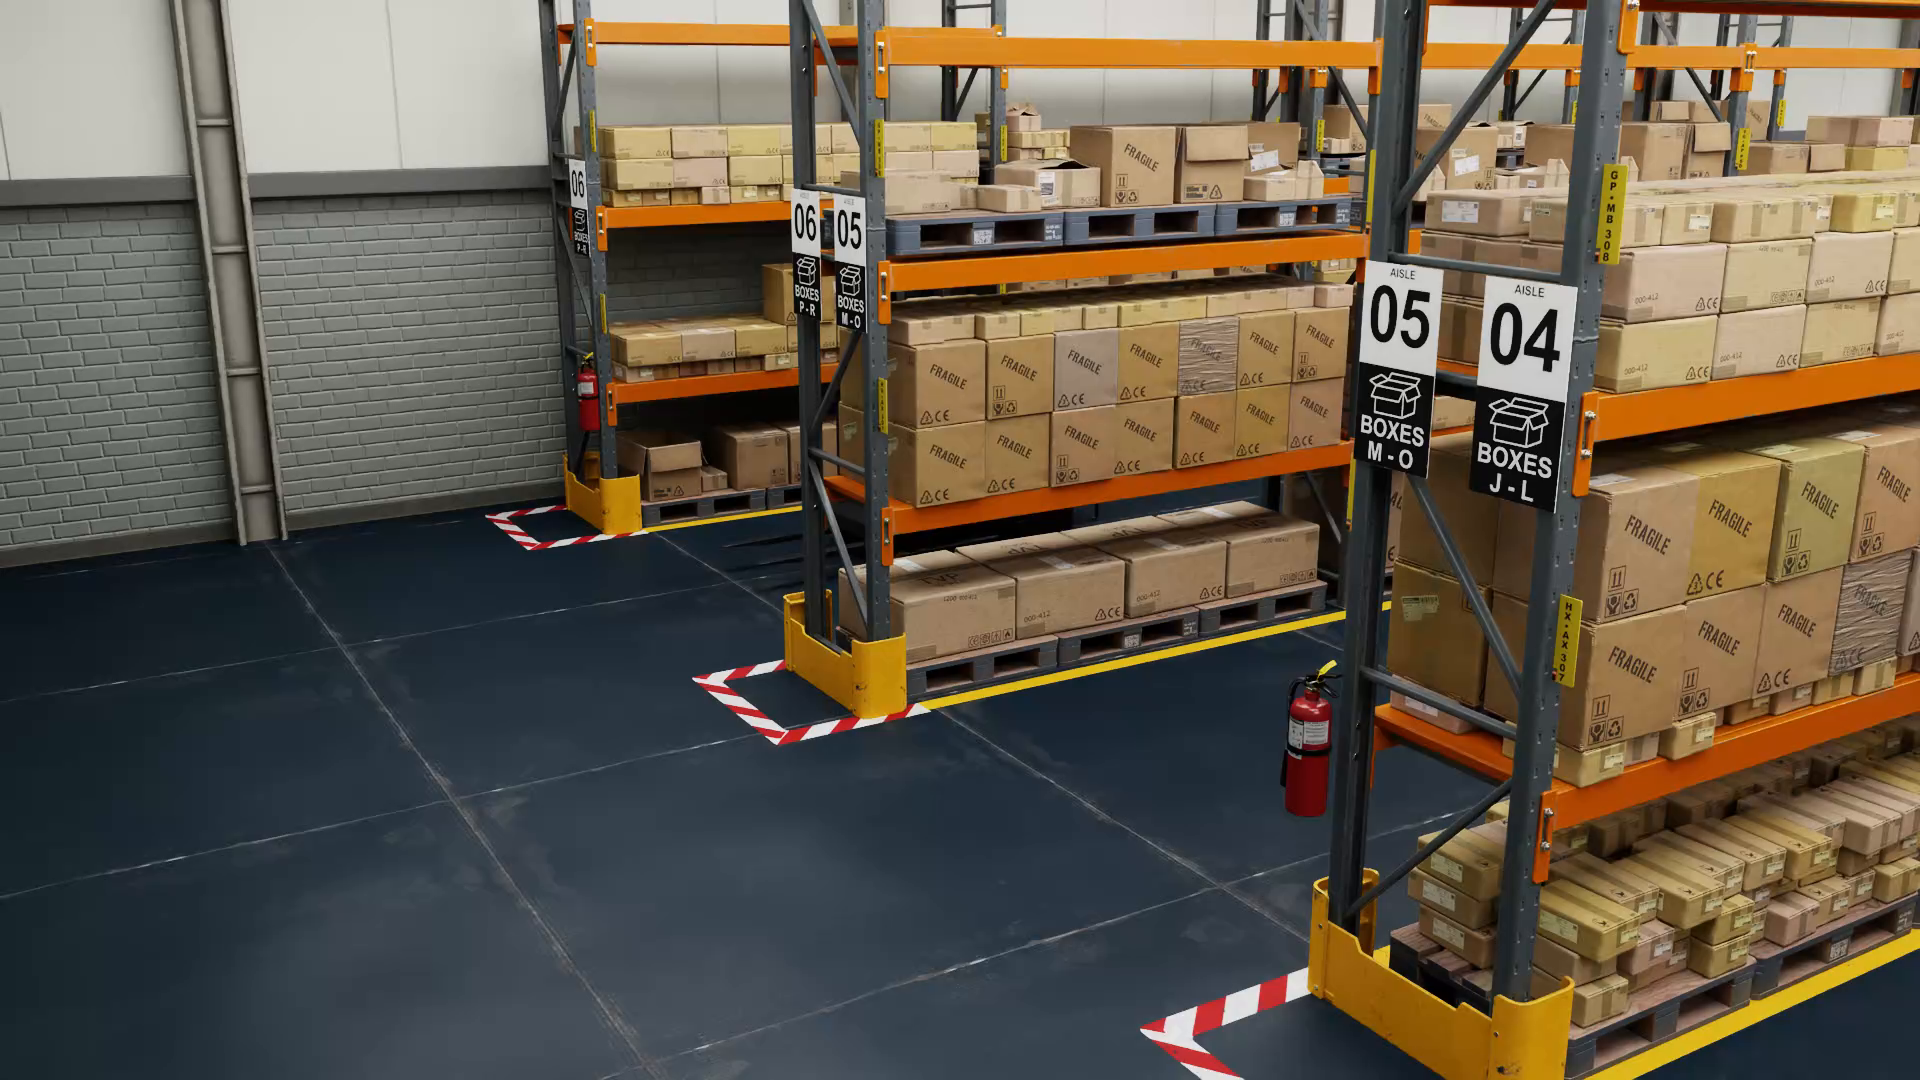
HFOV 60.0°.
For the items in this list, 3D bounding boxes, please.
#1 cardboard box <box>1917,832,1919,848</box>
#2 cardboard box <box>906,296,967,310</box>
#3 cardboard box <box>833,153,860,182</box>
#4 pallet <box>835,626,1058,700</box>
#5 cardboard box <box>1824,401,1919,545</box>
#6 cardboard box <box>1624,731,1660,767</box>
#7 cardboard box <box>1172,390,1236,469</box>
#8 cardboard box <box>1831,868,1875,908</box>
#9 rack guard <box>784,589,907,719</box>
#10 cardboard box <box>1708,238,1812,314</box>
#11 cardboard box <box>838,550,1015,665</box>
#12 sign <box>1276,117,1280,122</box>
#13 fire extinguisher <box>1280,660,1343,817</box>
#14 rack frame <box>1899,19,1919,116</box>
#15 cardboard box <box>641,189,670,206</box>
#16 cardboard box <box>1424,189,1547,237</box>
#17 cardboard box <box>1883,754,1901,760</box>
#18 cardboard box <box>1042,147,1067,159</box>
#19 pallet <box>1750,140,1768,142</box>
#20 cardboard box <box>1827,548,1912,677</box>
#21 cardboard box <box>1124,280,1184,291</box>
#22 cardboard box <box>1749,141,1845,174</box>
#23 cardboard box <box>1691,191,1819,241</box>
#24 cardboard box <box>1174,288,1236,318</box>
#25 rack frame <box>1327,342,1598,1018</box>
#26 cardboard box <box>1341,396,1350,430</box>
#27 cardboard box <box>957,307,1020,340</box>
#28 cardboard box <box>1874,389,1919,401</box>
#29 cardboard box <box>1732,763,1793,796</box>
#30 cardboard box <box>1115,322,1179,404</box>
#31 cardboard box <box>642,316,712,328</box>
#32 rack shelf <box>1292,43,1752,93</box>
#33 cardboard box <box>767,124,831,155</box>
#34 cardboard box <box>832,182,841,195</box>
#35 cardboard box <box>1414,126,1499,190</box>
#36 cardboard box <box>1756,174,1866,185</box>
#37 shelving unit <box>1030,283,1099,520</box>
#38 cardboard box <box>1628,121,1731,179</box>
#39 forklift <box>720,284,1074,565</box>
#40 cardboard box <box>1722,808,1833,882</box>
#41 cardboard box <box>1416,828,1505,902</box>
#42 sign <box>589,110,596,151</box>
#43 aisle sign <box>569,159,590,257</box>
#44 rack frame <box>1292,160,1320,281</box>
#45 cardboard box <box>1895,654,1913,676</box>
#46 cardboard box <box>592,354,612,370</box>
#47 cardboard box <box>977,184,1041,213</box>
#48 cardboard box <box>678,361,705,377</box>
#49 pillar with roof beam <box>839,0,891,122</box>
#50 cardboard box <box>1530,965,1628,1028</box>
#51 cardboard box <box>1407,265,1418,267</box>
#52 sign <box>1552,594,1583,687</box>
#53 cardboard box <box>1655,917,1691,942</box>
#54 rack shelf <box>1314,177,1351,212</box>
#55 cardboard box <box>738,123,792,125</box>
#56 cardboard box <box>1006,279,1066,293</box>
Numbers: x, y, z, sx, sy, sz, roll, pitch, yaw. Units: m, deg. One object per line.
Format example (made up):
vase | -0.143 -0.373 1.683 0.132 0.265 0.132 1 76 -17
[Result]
cardboard box | 4.504 1.335 8.041 0.250 0.149 0.380 -9 18 -29
cardboard box | -0.156 -1.513 11.009 0.250 0.149 0.380 -9 18 -30
cardboard box | -1.044 -3.429 15.256 0.500 0.250 0.500 -9 18 -29
pallet | -0.098 0.735 11.396 1.213 0.211 1.003 -9 18 -30
cardboard box | 4.171 -0.307 7.359 0.500 0.500 0.500 -9 18 -28
cardboard box | 2.536 0.760 6.608 0.250 0.149 0.380 -8 18 -28
cardboard box | 1.558 -0.813 11.567 0.500 0.500 0.500 -10 18 -31
cardboard box | 4.015 1.565 7.772 0.250 0.149 0.380 -9 18 -29
rack guard | -0.764 0.729 10.884 0.348 0.500 1.175 -9 18 -30
cardboard box | 2.850 -1.034 6.334 0.500 0.250 0.500 -9 18 -30
cardboard box | -0.229 0.438 11.258 0.875 0.438 0.875 -10 18 -32
sign | 2.398 -3.003 12.468 0.005 0.325 0.100 -9 18 -30
fire extinguisher | 1.439 0.798 6.840 0.183 0.674 0.296 -9 18 -30
rack frame | 9.543 -5.035 15.700 0.127 3.000 1.000 -9 18 -30
cardboard box | -2.698 -2.983 14.401 0.250 0.149 0.380 -9 18 -29
cardboard box | 2.026 -1.266 6.425 0.250 0.149 0.380 -9 18 -30
cardboard box | 4.675 1.156 8.680 0.250 0.149 0.380 -9 18 -29
cardboard box | 0.827 -3.733 16.116 0.250 0.149 0.380 -9 18 -29
pallet | 9.793 -5.160 21.866 1.213 0.211 1.003 -9 18 -30
cardboard box | 3.726 0.245 7.241 0.500 0.500 0.500 -10 18 -31
cardboard box | 1.385 -1.757 11.882 0.250 0.149 0.380 -10 18 -31
cardboard box | 7.407 -3.303 14.887 0.637 0.503 0.797 -9 18 -30
cardboard box | 2.994 -1.230 6.296 0.250 0.149 0.380 -9 18 -29
cardboard box | 1.681 -1.633 11.440 0.250 0.149 0.380 -9 18 -30
rack frame | 1.893 0.653 6.523 0.127 3.000 1.000 -9 18 -30
cardboard box | 3.199 -0.962 12.563 0.500 0.250 0.500 -10 18 -31
cardboard box | 0.174 -1.368 10.493 0.250 0.149 0.380 -9 18 -28
cardboard box | 4.373 -0.494 8.026 0.500 0.500 0.500 -10 18 -31
cardboard box | 3.798 1.167 8.091 0.250 0.149 0.380 -10 19 -32
cardboard box | 1.119 -1.225 11.185 0.500 0.500 0.500 -9 18 -29
cardboard box | -2.602 -1.894 15.336 0.500 0.250 0.500 -9 18 -30
rack shelf | 4.400 -3.662 12.876 4.000 0.370 1.077 -9 18 -30
cardboard box | -1.492 -3.598 14.933 0.500 0.250 0.500 -9 18 -28
cardboard box | -1.146 -3.219 15.243 0.250 0.149 0.380 -9 18 -29
cardboard box | 3.590 -2.784 12.265 0.500 0.500 0.500 -10 18 -31
cardboard box | 3.796 -1.552 7.444 0.250 0.149 0.380 -8 18 -27
shelving unit | 0.935 -1.195 14.784 0.503 2.100 0.431 -11 19 -34
cardboard box | 5.869 -3.199 13.739 0.637 0.503 0.797 -11 19 -33
forklift | -0.511 -1.315 13.669 3.031 2.935 1.130 -11 19 -34
cardboard box | 3.635 1.355 7.420 0.250 0.149 0.380 -9 18 -29
cardboard box | 2.216 1.405 7.243 0.250 0.149 0.380 -9 18 -29
sign | -3.023 -3.366 13.683 0.005 0.325 0.100 -9 18 -30
aisle sign | -3.210 -2.801 14.027 0.004 0.787 0.394 -9 18 -30
rack frame | 3.555 -2.738 18.621 0.127 3.000 1.000 -9 18 -30
cardboard box | 4.076 0.494 7.556 0.250 0.149 0.380 -10 18 -31
cardboard box | -3.157 -1.613 15.074 0.250 0.149 0.380 -9 18 -30
cardboard box | 0.308 -2.150 10.467 0.250 0.149 0.380 -8 18 -28
cardboard box | -2.478 -1.578 14.948 0.250 0.149 0.380 -9 18 -30
pillar with roof beam | 1.282 -4.187 12.673 0.400 9.000 9.100 -9 18 -30
cardboard box | 2.507 1.825 6.847 0.250 0.149 0.380 -9 18 -29
cardboard box | 4.949 -3.050 19.084 0.500 0.250 0.500 -10 18 -31
sign | 2.172 0.362 5.959 0.005 0.325 0.100 -9 18 -30
cardboard box | 2.902 1.587 7.143 0.250 0.149 0.380 -9 18 -29
rack shelf | 5.269 -4.114 19.305 4.000 0.370 1.077 -9 18 -30
cardboard box | -1.740 -3.718 15.360 0.500 0.250 0.500 -9 18 -30
cardboard box | 0.656 -2.448 16.623 0.500 0.500 0.700 -9 18 -28
